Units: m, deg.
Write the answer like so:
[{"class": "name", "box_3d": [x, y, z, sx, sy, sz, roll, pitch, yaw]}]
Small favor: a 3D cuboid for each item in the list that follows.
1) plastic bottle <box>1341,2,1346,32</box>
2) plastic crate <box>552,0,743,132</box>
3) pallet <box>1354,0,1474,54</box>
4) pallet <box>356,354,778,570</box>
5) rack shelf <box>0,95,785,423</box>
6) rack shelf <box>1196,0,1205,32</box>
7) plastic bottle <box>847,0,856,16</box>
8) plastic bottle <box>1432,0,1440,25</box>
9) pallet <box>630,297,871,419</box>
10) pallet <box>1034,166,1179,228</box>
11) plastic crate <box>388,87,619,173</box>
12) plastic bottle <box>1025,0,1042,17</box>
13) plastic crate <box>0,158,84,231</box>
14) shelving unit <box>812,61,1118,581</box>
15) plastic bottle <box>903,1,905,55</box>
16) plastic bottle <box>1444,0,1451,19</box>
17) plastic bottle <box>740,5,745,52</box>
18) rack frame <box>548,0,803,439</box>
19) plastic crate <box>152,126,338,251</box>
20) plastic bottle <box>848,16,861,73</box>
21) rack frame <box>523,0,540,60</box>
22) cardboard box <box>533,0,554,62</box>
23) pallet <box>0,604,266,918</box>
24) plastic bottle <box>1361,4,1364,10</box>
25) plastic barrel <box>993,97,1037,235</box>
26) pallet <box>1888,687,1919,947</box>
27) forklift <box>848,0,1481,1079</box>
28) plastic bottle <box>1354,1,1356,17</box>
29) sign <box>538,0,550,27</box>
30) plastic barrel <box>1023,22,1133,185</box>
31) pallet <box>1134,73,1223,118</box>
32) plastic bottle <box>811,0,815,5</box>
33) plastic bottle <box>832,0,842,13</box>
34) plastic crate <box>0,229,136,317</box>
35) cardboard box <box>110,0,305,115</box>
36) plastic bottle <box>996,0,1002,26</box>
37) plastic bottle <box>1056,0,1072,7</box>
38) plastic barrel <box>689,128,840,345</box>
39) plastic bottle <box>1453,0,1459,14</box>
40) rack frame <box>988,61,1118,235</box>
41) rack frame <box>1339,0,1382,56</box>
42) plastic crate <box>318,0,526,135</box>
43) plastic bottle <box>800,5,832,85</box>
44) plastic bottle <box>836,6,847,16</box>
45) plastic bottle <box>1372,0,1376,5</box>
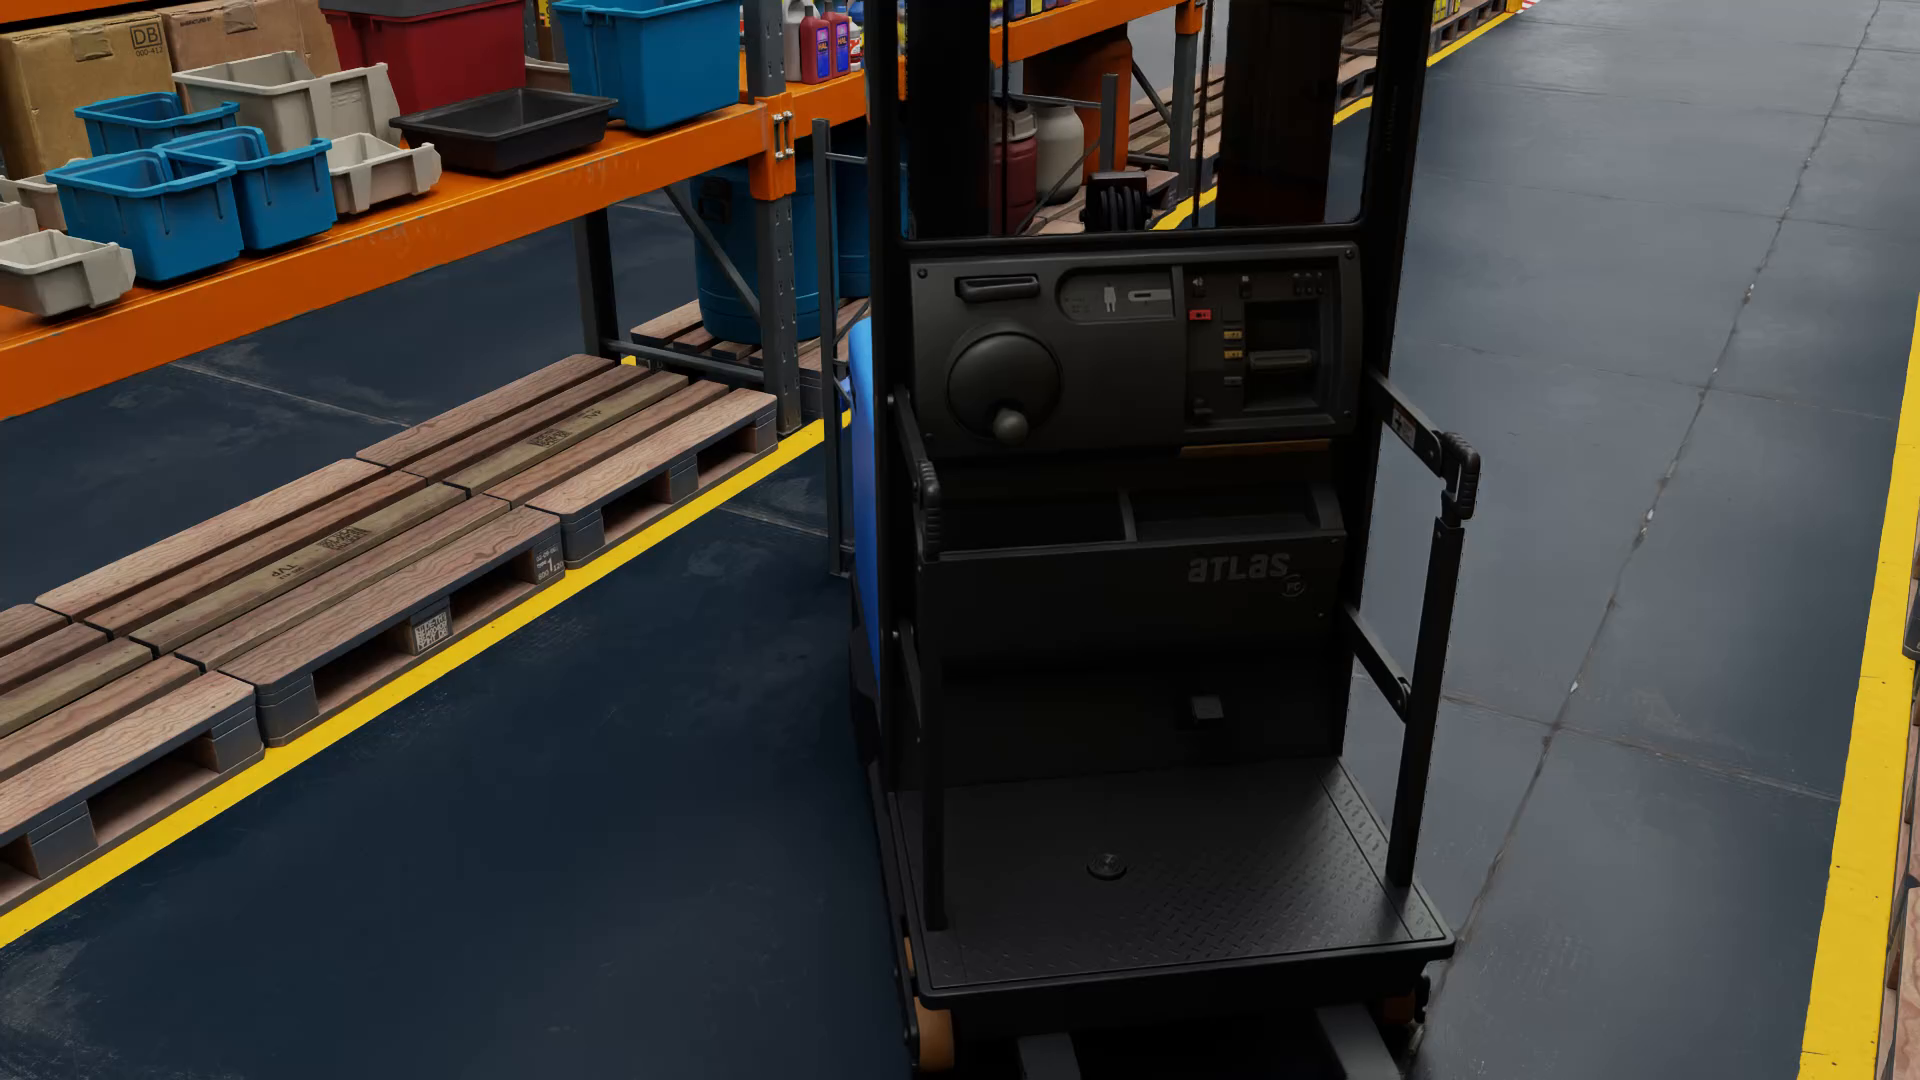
[{"class": "plastic bottle", "box_3d": [3.032, -4.288, 13.432, 0.144, 0.351, 0.185, 14, 30, 26]}, {"class": "plastic crate", "box_3d": [-1.028, -1.638, 5.621, 0.392, 0.384, 0.575, 14, 30, 26]}, {"class": "pallet", "box_3d": [3.806, -4.476, 14.455, 1.003, 0.211, 1.213, 14, 30, 26]}, {"class": "pallet", "box_3d": [-1.423, -0.333, 6.179, 1.003, 0.211, 1.213, 14, 30, 26]}, {"class": "rack shelf", "box_3d": [-2.079, -0.774, 4.749, 1.077, 0.370, 4.000, 14, 30, 26]}, {"class": "rack shelf", "box_3d": [1.856, -3.892, 10.977, 1.077, 0.370, 4.000, 14, 30, 26]}, {"class": "plastic bottle", "box_3d": [-0.356, -2.059, 6.650, 0.152, 0.276, 0.135, 14, 30, 26]}, {"class": "plastic bottle", "box_3d": [3.900, -4.467, 13.791, 0.144, 0.351, 0.185, 14, 30, 26]}, {"class": "pallet", "box_3d": [-0.680, -0.920, 7.351, 1.003, 0.211, 1.213, 14, 30, 26]}, {"class": "pallet", "box_3d": [0.521, -1.871, 9.251, 1.003, 0.211, 1.213, 14, 30, 26]}, {"class": "plastic crate", "box_3d": [-1.412, -1.284, 5.203, 0.437, 0.125, 0.590, 14, 30, 26]}, {"class": "plastic bottle", "box_3d": [0.326, -2.561, 7.645, 0.061, 0.283, 0.133, 14, 30, 26]}, {"class": "plastic crate", "box_3d": [-2.419, -0.926, 4.476, 0.298, 0.136, 0.250, 14, 30, 26]}, {"class": "shelving unit", "box_3d": [0.042, -0.704, 5.481, 0.538, 1.500, 1.048, 14, 30, 26]}, {"class": "plastic bottle", "box_3d": [-0.227, -2.102, 6.821, 0.097, 0.201, 0.097, 0, 27, 0]}, {"class": "plastic bottle", "box_3d": [4.070, -4.572, 14.084, 0.152, 0.276, 0.135, 13, 30, 25]}, {"class": "plastic bottle", "box_3d": [-0.885, -2.133, 6.882, 0.097, 0.201, 0.097, 0, 27, 0]}, {"class": "rack frame", "box_3d": [-1.095, -1.875, 6.145, 1.000, 3.000, 0.127, 14, 30, 26]}, {"class": "plastic crate", "box_3d": [-1.860, -0.922, 4.361, 0.416, 0.233, 0.300, 14, 30, 26]}, {"class": "plastic bottle", "box_3d": [-0.437, -1.936, 6.489, 0.097, 0.201, 0.097, 0, 27, 0]}, {"class": "rack frame", "box_3d": [-3.440, -4.525, 11.438, 1.000, 3.000, 0.127, 14, 30, 26]}, {"class": "cardboard box", "box_3d": [-3.128, -3.869, 12.429, 0.700, 0.500, 0.500, 13, 29, 23]}, {"class": "pallet", "box_3d": [-2.624, 0.618, 4.280, 1.003, 0.211, 1.213, 14, 30, 26]}, {"class": "plastic bottle", "box_3d": [3.476, -4.757, 14.458, 0.097, 0.271, 0.097, 0, 27, 0]}, {"class": "plastic barrel", "box_3d": [0.091, -1.909, 8.437, 0.600, 0.588, 0.708, 14, 30, 26]}, {"class": "pallet", "box_3d": [2.877, 0.732, 4.053, 1.003, 0.211, 1.213, 14, 30, 26]}, {"class": "forklift", "box_3d": [0.397, -0.357, 3.190, 1.130, 2.935, 3.031, -4, 27, -7]}, {"class": "plastic bottle", "box_3d": [3.261, -4.477, 13.887, 0.061, 0.283, 0.133, 14, 30, 26]}, {"class": "sign", "box_3d": [-1.573, -2.121, 6.326, 0.100, 0.325, 0.005, 14, 30, 26]}, {"class": "plastic barrel", "box_3d": [0.647, -2.457, 9.262, 0.600, 0.830, 0.708, 14, 30, 26]}, {"class": "pallet", "box_3d": [1.888, -2.954, 11.415, 1.003, 0.211, 1.213, 14, 30, 26]}, {"class": "plastic bottle", "box_3d": [-0.712, -2.324, 7.096, 0.144, 0.351, 0.185, 14, 30, 26]}, {"class": "plastic bottle", "box_3d": [-0.571, -2.413, 7.364, 0.097, 0.271, 0.097, 0, 27, 0]}, {"class": "plastic crate", "box_3d": [-2.091, -0.620, 3.865, 0.250, 0.136, 0.298, 14, 30, 26]}, {"class": "cardboard box", "box_3d": [-4.671, -2.806, 9.908, 1.225, 0.875, 0.875, 13, 29, 24]}, {"class": "plastic bottle", "box_3d": [0.162, -2.442, 7.422, 0.097, 0.271, 0.097, 0, 27, 0]}, {"class": "plastic bottle", "box_3d": [0.483, -2.685, 7.893, 0.061, 0.283, 0.133, 14, 30, 26]}, {"class": "plastic barrel", "box_3d": [-0.813, -1.333, 6.937, 0.600, 0.901, 0.708, 14, 30, 26]}, {"class": "plastic bottle", "box_3d": [4.244, -4.672, 14.275, 0.061, 0.283, 0.133, 15, 30, 27]}, {"class": "rack frame", "box_3d": [0.292, -0.902, 5.876, 0.500, 1.500, 0.032, 14, 30, 26]}, {"class": "rack frame", "box_3d": [2.840, -4.993, 12.373, 1.000, 3.000, 0.127, 14, 30, 26]}, {"class": "plastic crate", "box_3d": [-1.753, -1.638, 5.532, 0.402, 0.464, 0.583, 14, 30, 26]}, {"class": "plastic bottle", "box_3d": [-0.544, -1.872, 6.269, 0.061, 0.283, 0.133, 14, 30, 26]}, {"class": "plastic bottle", "box_3d": [-0.474, -2.046, 6.707, 0.097, 0.201, 0.097, 0, 27, 0]}, {"class": "plastic bottle", "box_3d": [3.645, -4.890, 14.725, 0.097, 0.271, 0.097, 0, 27, 0]}]
